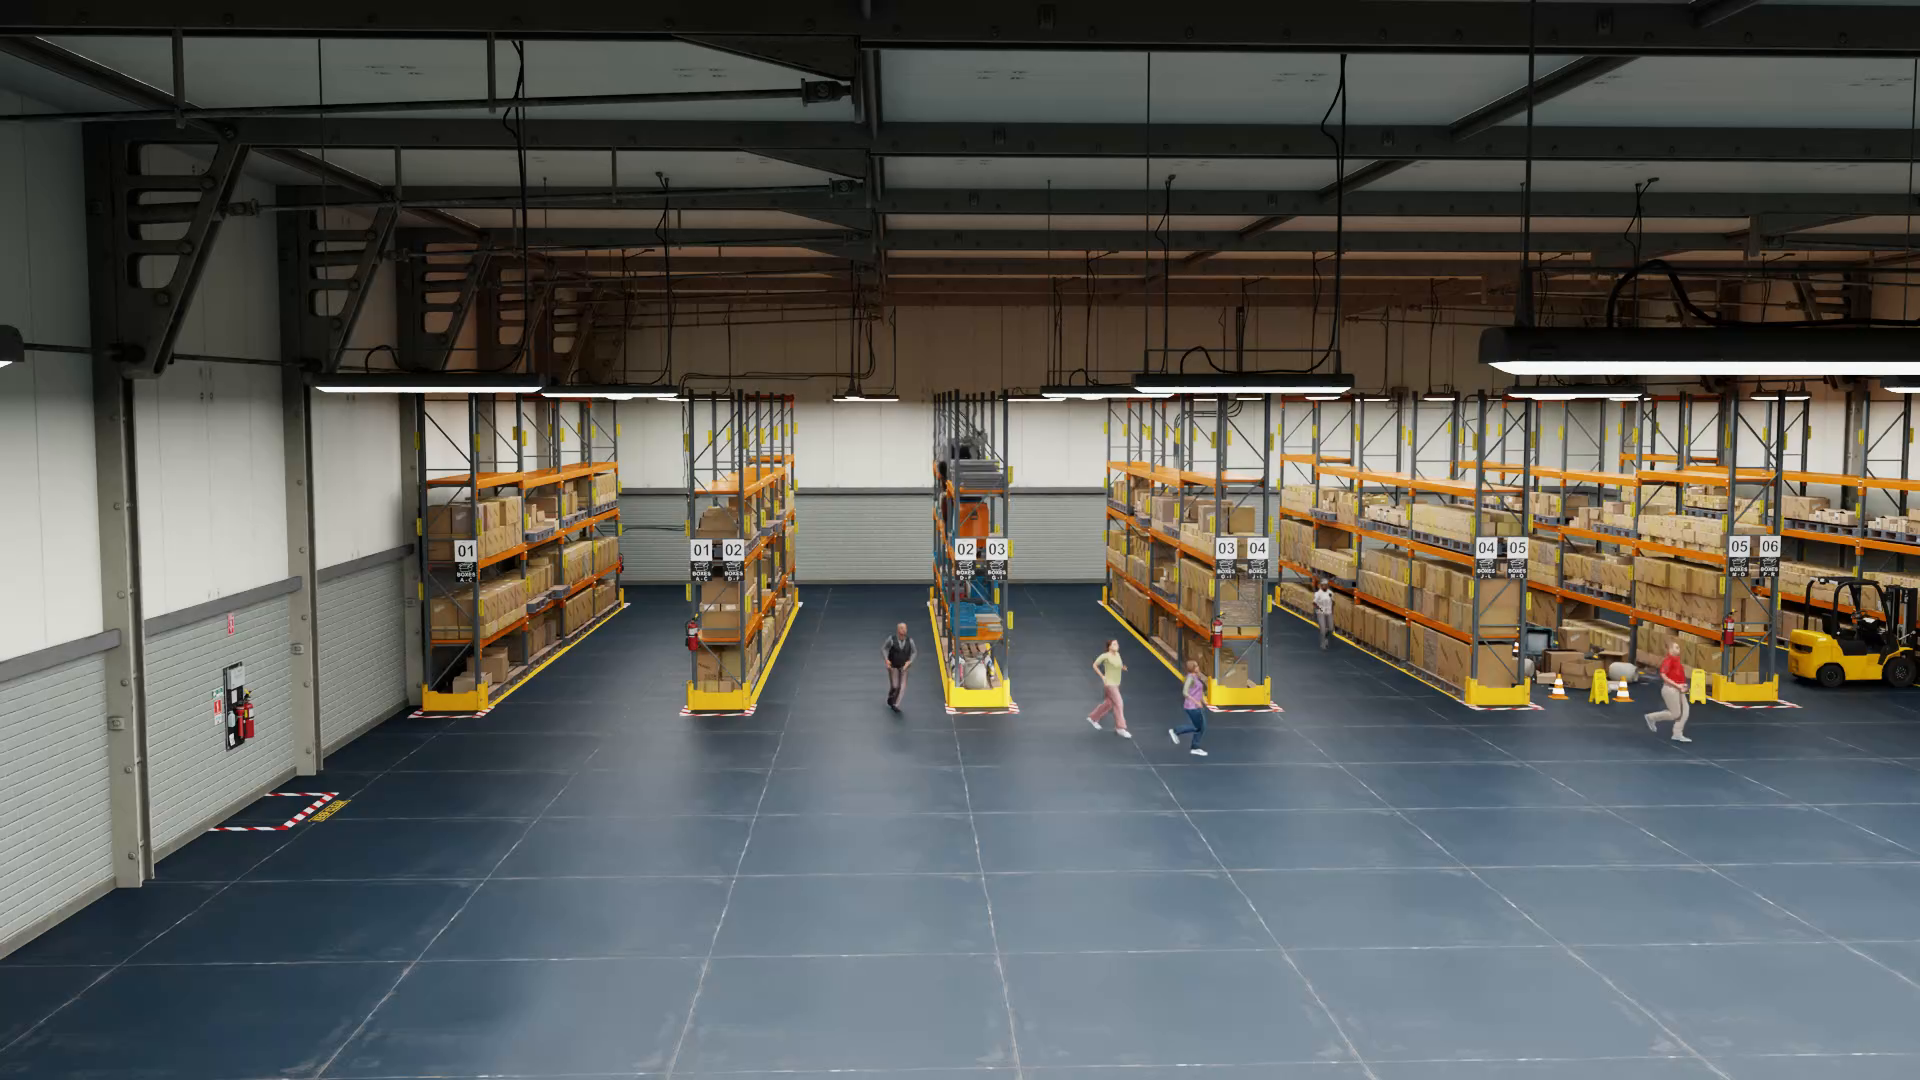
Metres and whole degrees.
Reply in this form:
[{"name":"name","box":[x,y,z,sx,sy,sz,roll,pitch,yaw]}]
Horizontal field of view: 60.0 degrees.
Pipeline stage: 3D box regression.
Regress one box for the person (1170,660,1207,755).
[{"name":"person","box":[3.780,2.734,27.211,0.570,1.564,0.536,2,5,19]}]

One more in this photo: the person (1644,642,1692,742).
[{"name":"person","box":[12.104,2.578,28.335,0.752,1.700,0.663,4,6,38]}]

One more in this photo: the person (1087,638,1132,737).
[{"name":"person","box":[2.620,2.531,28.883,0.894,1.693,0.558,3,6,34]}]

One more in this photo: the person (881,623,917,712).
[{"name":"person","box":[-1.114,2.375,30.949,0.665,1.660,0.527,-1,5,-14]}]

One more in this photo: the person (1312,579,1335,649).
[{"name":"person","box":[8.536,1.726,38.894,0.571,1.648,0.572,0,5,-6]}]
